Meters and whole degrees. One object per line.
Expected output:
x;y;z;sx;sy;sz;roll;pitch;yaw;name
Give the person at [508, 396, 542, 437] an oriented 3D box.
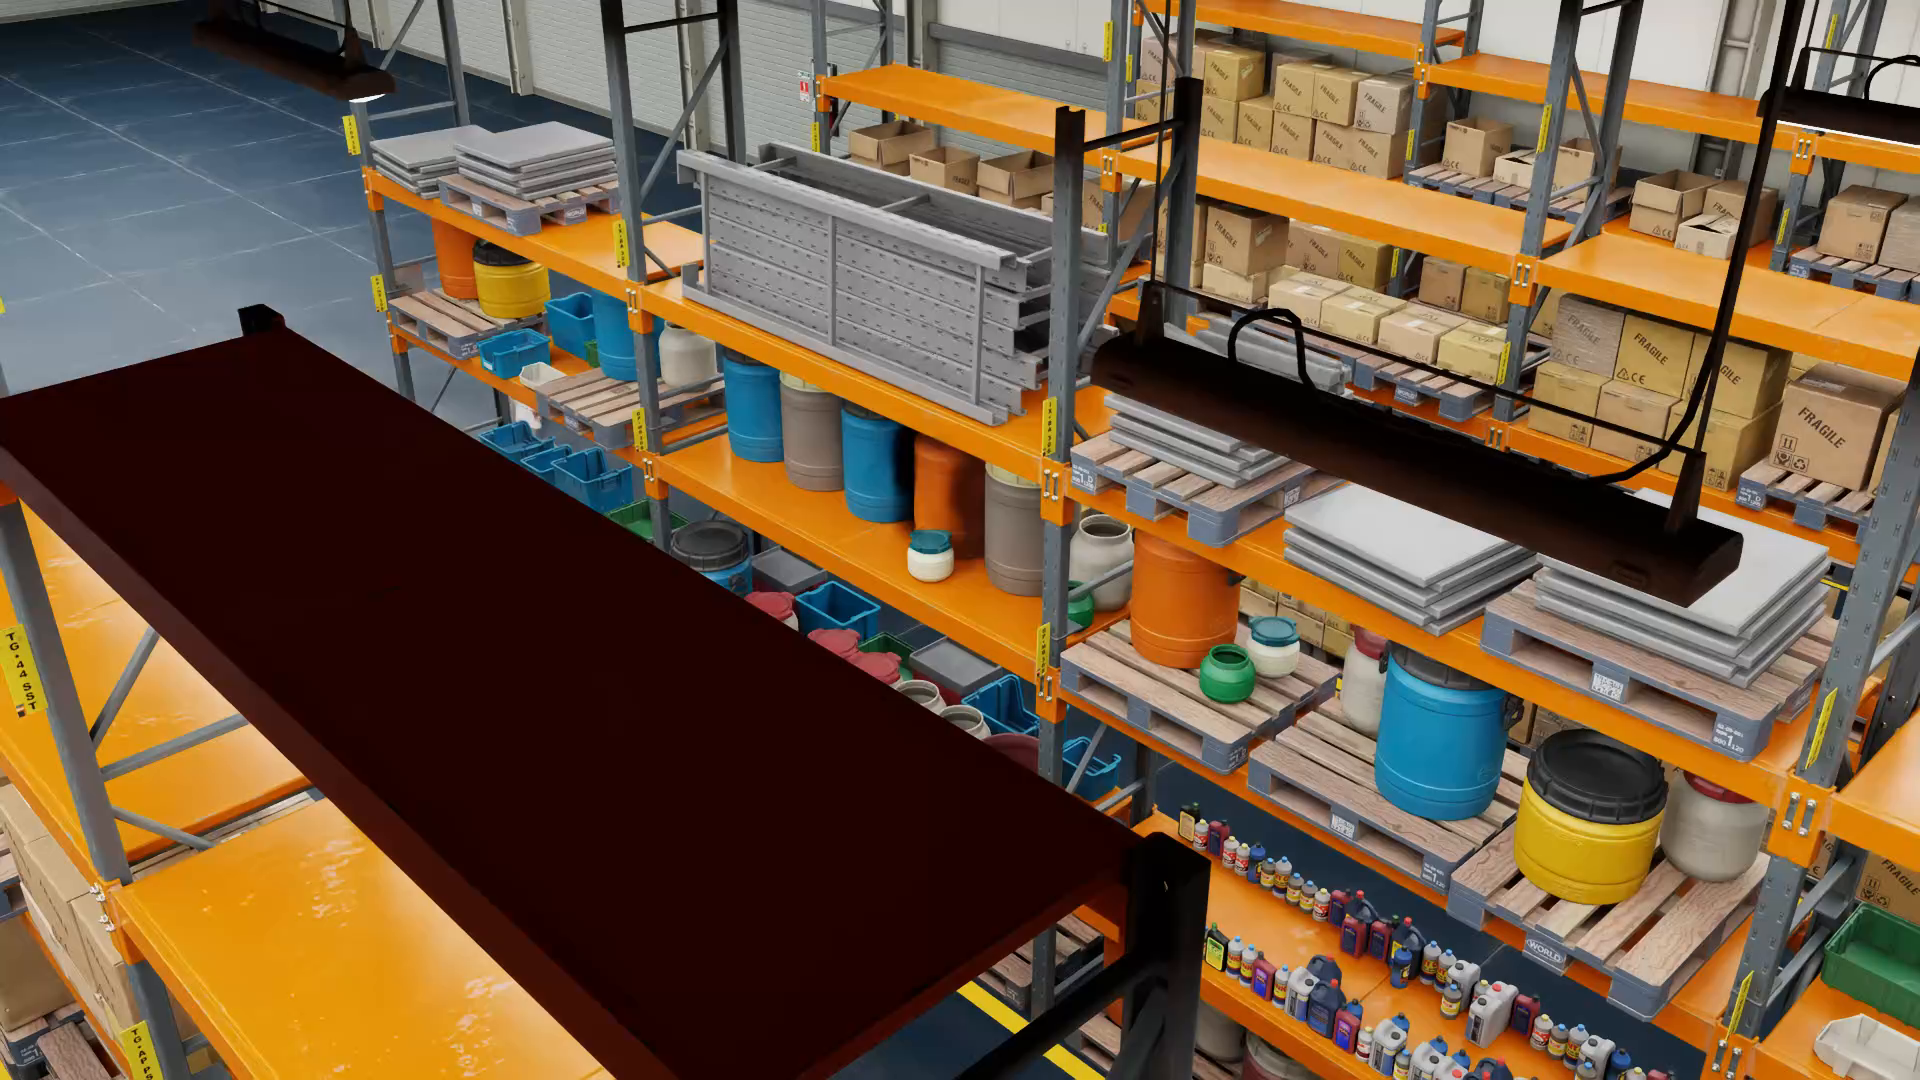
-4.682;-1.405;17.683;0.684;1.848;0.429;23;36;36;person
